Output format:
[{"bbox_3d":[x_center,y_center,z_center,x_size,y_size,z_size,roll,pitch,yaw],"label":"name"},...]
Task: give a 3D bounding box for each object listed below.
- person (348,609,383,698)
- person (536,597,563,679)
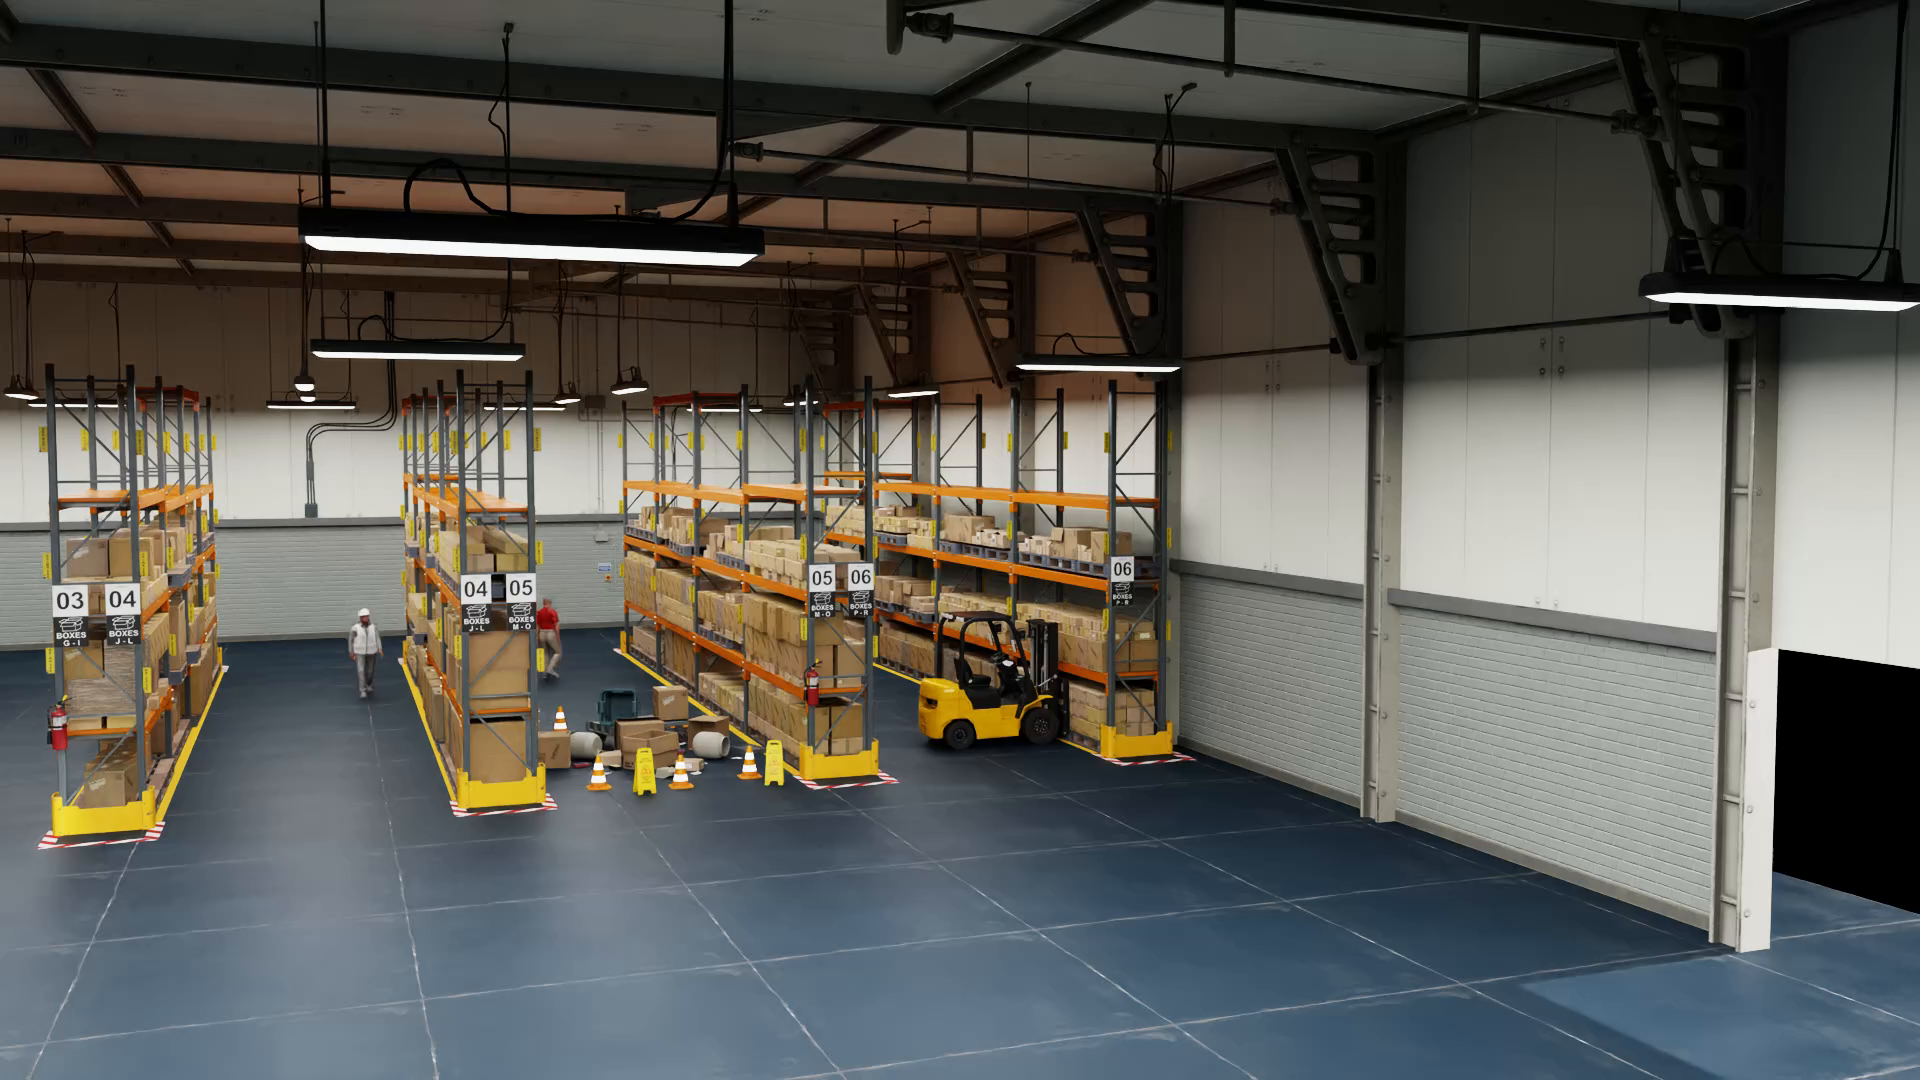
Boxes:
[{"bbox_3d":[-11.722,2.213,32.792,0.629,1.718,1.068,-1,4,-23],"label":"person"},{"bbox_3d":[-8.749,2.083,35.256,0.573,1.726,0.516,1,4,18],"label":"person"}]
